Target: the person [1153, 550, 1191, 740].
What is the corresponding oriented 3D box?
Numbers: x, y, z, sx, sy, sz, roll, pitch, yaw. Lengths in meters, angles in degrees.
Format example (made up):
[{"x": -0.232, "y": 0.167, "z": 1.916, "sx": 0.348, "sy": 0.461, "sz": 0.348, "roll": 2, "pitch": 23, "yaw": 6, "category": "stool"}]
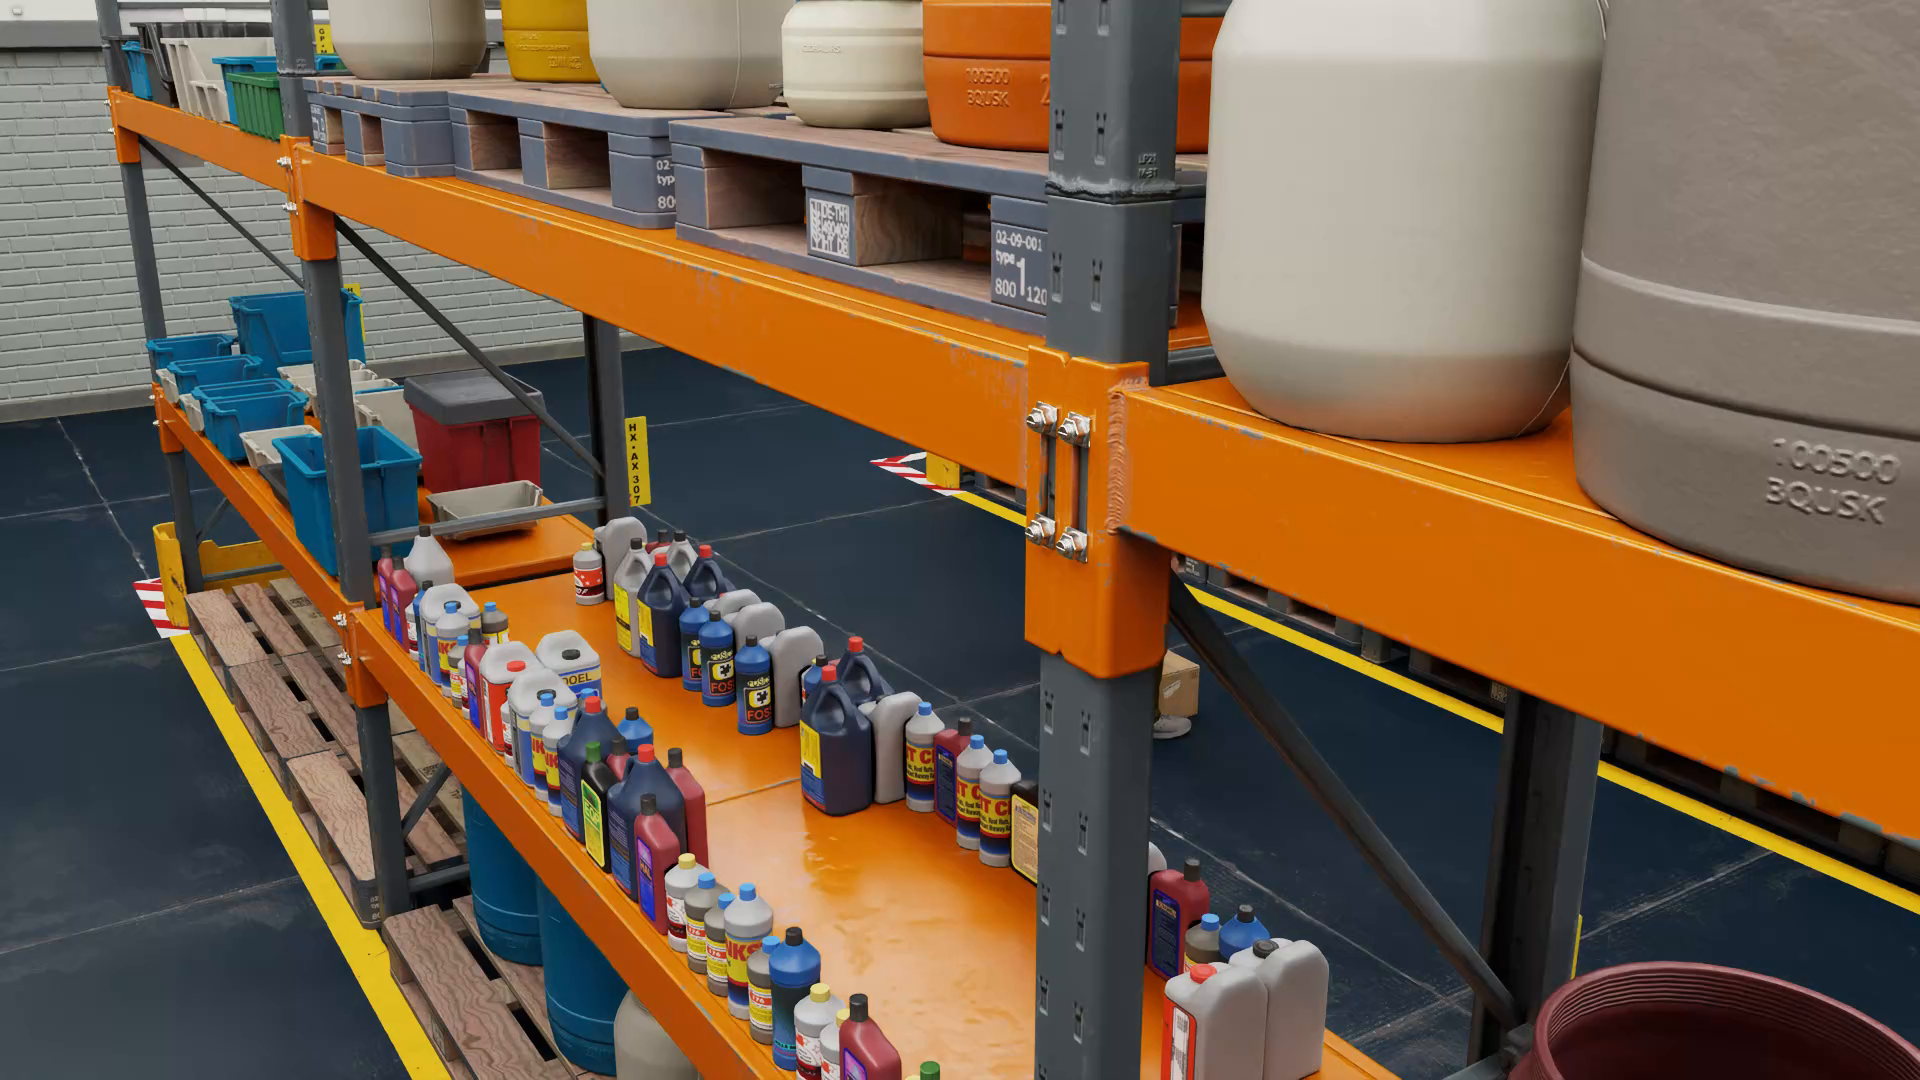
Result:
[{"x": 0.757, "y": 0.107, "z": 7.554, "sx": 0.428, "sy": 1.585, "sz": 0.641, "roll": -11, "pitch": 21, "yaw": -32, "category": "person"}]
